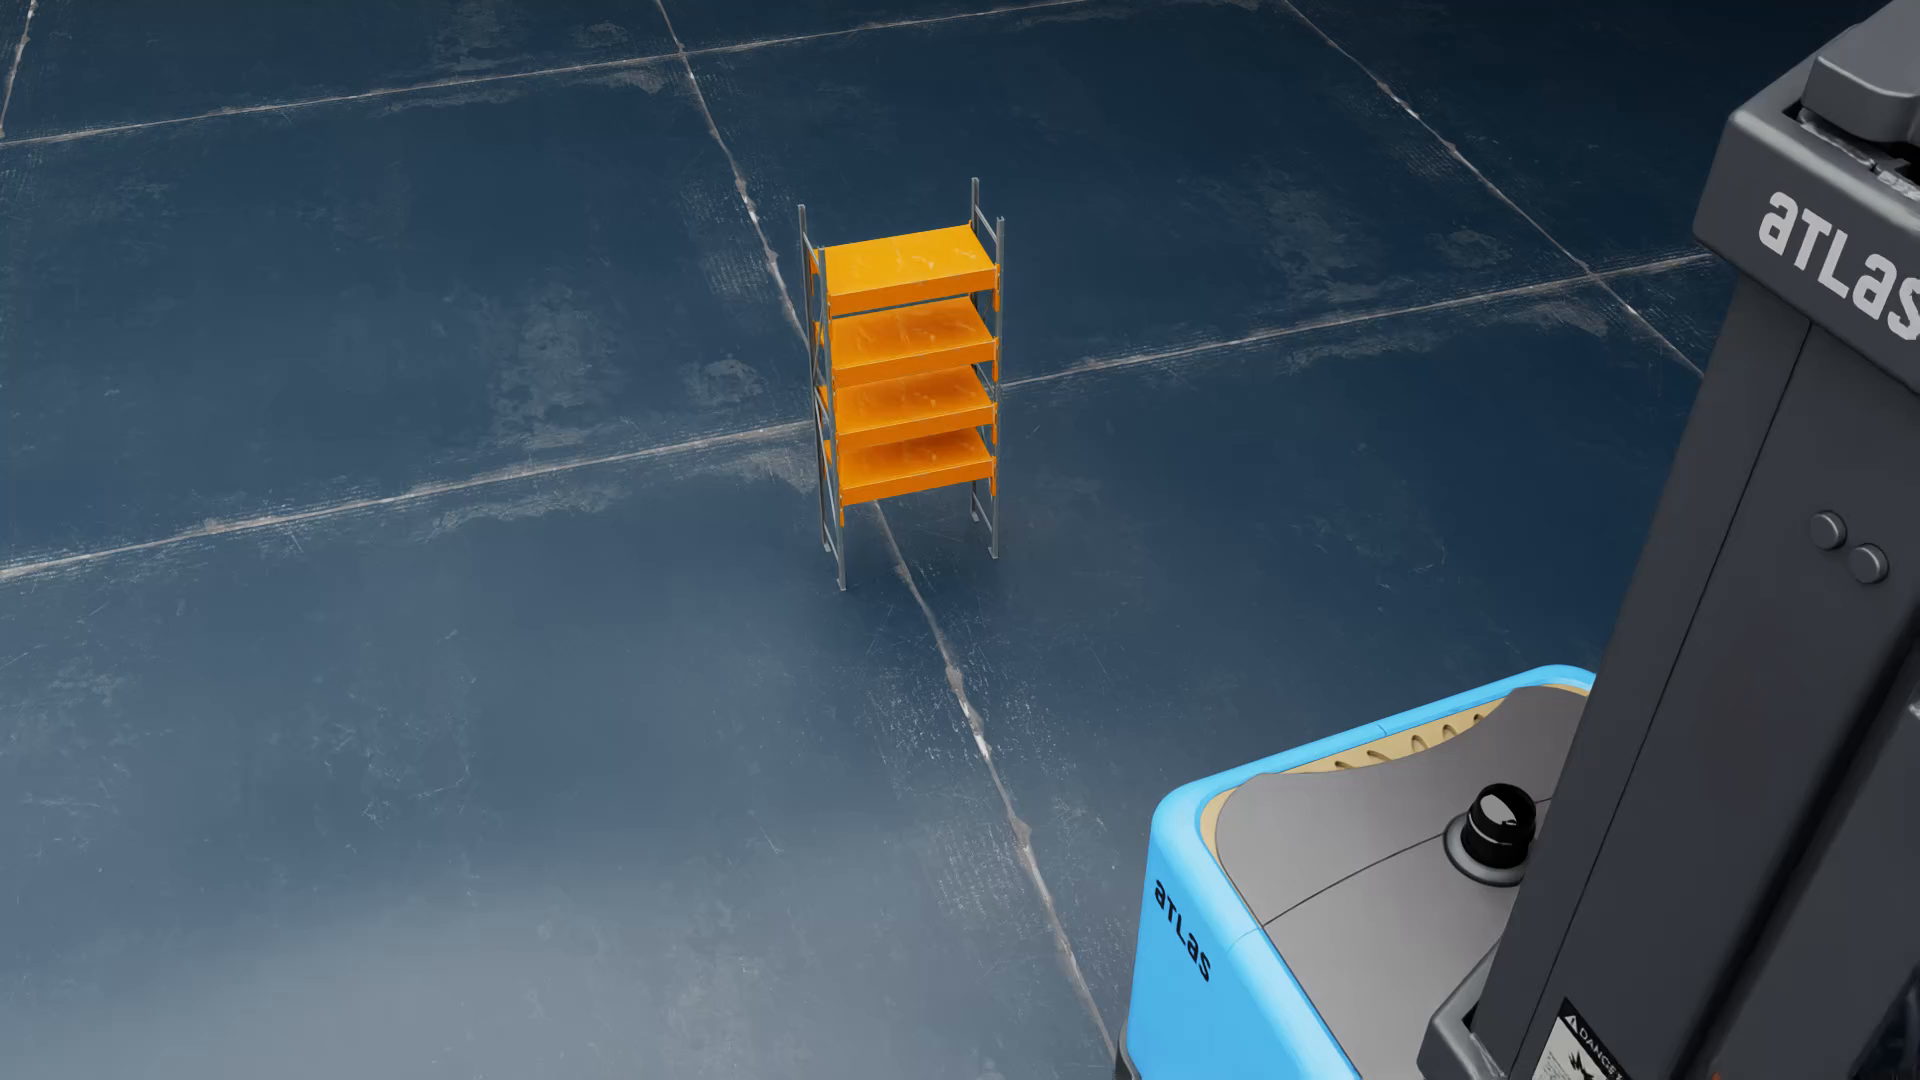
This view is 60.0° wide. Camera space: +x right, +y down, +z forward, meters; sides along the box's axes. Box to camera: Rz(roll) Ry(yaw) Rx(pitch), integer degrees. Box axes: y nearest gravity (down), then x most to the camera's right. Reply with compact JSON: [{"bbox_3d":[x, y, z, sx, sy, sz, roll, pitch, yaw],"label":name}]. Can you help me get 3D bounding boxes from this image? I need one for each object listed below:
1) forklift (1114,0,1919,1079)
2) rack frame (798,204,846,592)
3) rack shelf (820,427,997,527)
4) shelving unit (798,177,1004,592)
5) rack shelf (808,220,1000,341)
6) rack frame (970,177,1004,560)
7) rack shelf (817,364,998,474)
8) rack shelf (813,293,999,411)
[{"bbox_3d":[1.368,0.954,1.930,1.130,2.935,3.031,-15,43,-17],"label":"forklift"},{"bbox_3d":[-0.391,-0.371,4.763,0.015,1.200,0.240,-12,42,-13],"label":"rack frame"},{"bbox_3d":[-0.158,-0.219,4.993,0.480,0.148,0.258,-12,42,-13],"label":"rack shelf"},{"bbox_3d":[-0.158,-0.419,4.818,0.503,1.200,0.258,-12,42,-13],"label":"shelving unit"},{"bbox_3d":[-0.158,-0.715,4.559,0.480,0.148,0.258,-12,42,-13],"label":"rack shelf"},{"bbox_3d":[0.075,-0.467,4.873,0.015,1.200,0.240,-12,42,-13],"label":"rack frame"},{"bbox_3d":[-0.158,-0.368,4.862,0.480,0.148,0.258,-12,42,-13],"label":"rack shelf"},{"bbox_3d":[-0.158,-0.537,4.715,0.480,0.148,0.258,-12,42,-13],"label":"rack shelf"}]
